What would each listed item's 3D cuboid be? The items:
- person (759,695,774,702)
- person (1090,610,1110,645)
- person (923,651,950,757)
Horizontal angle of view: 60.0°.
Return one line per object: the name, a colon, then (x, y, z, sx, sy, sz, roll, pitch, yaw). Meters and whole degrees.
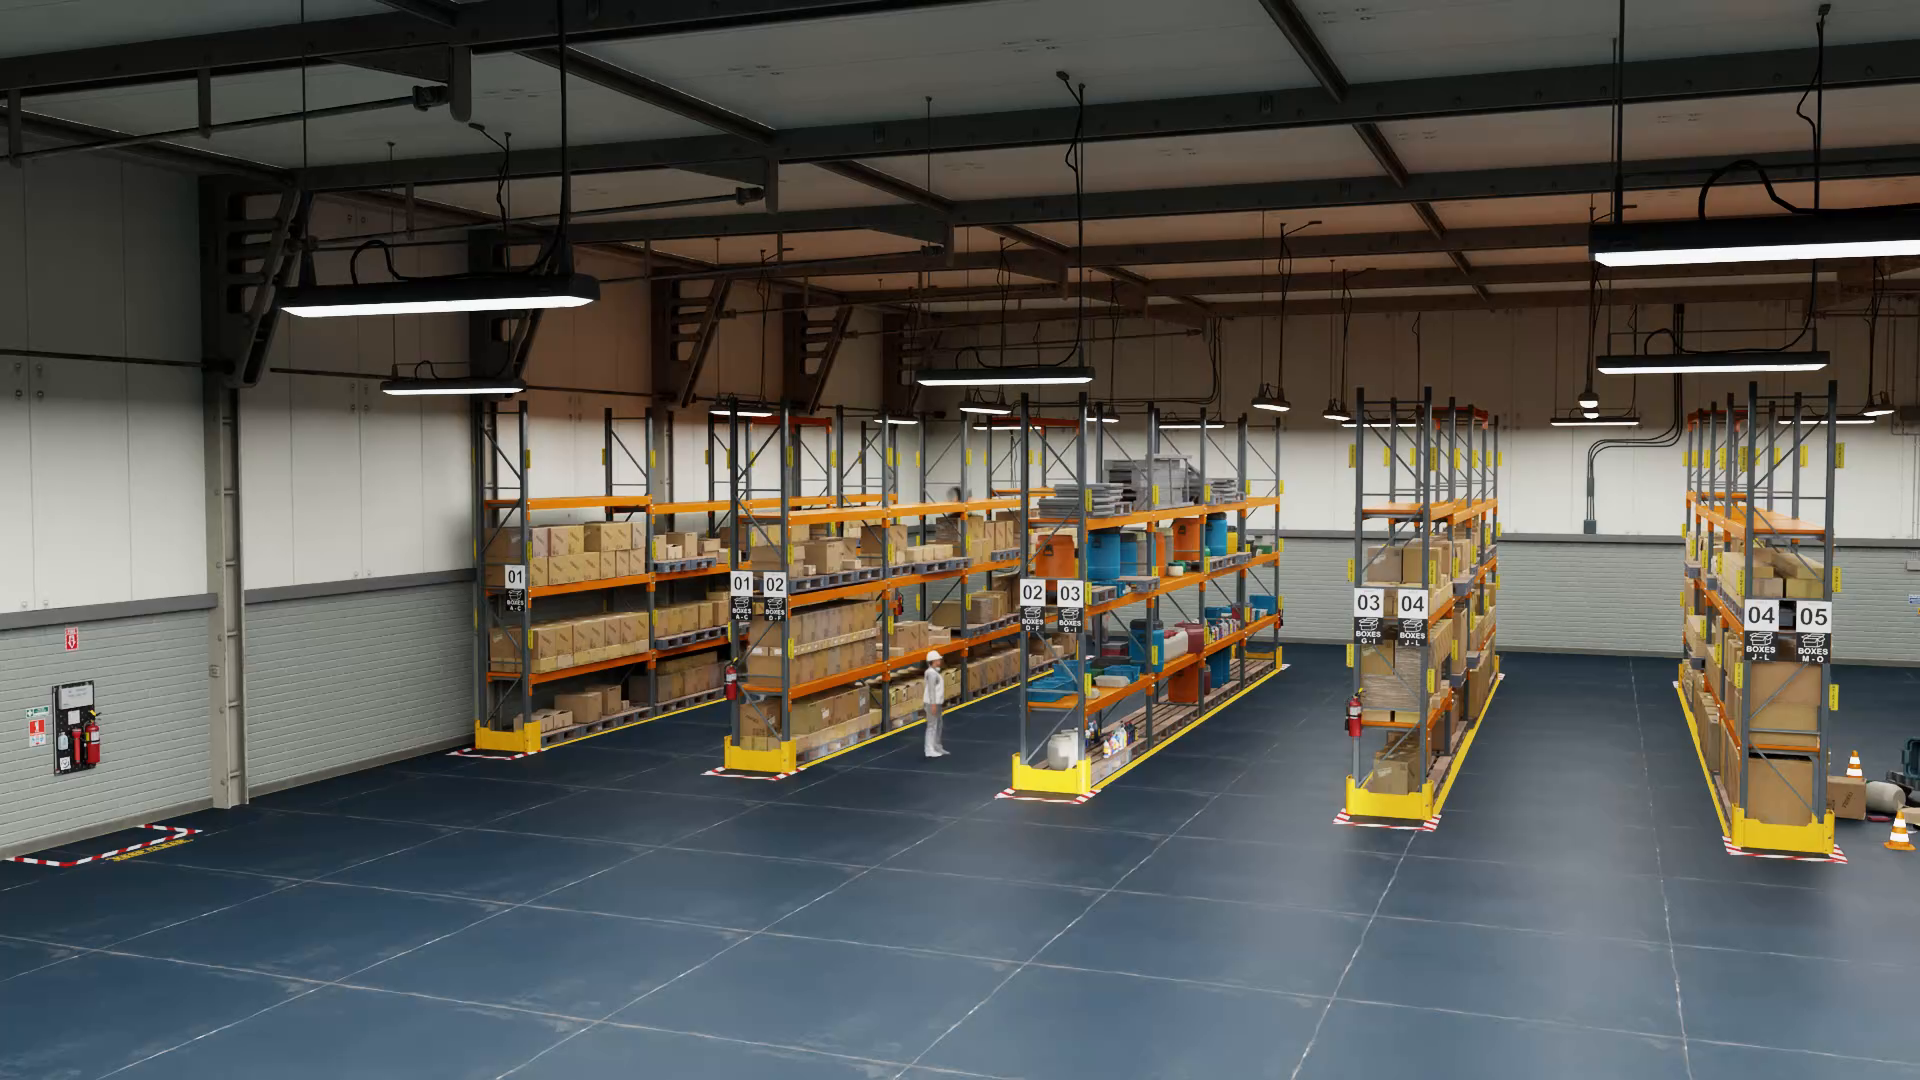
person: (-3.700, 2.580, 32.159, 0.497, 1.686, 0.493, -2, 3, -34)
person: (3.732, 1.985, 44.177, 0.585, 1.668, 0.941, 0, 3, -9)
person: (-0.400, 2.768, 28.025, 0.454, 1.804, 0.598, 0, 3, 1)
